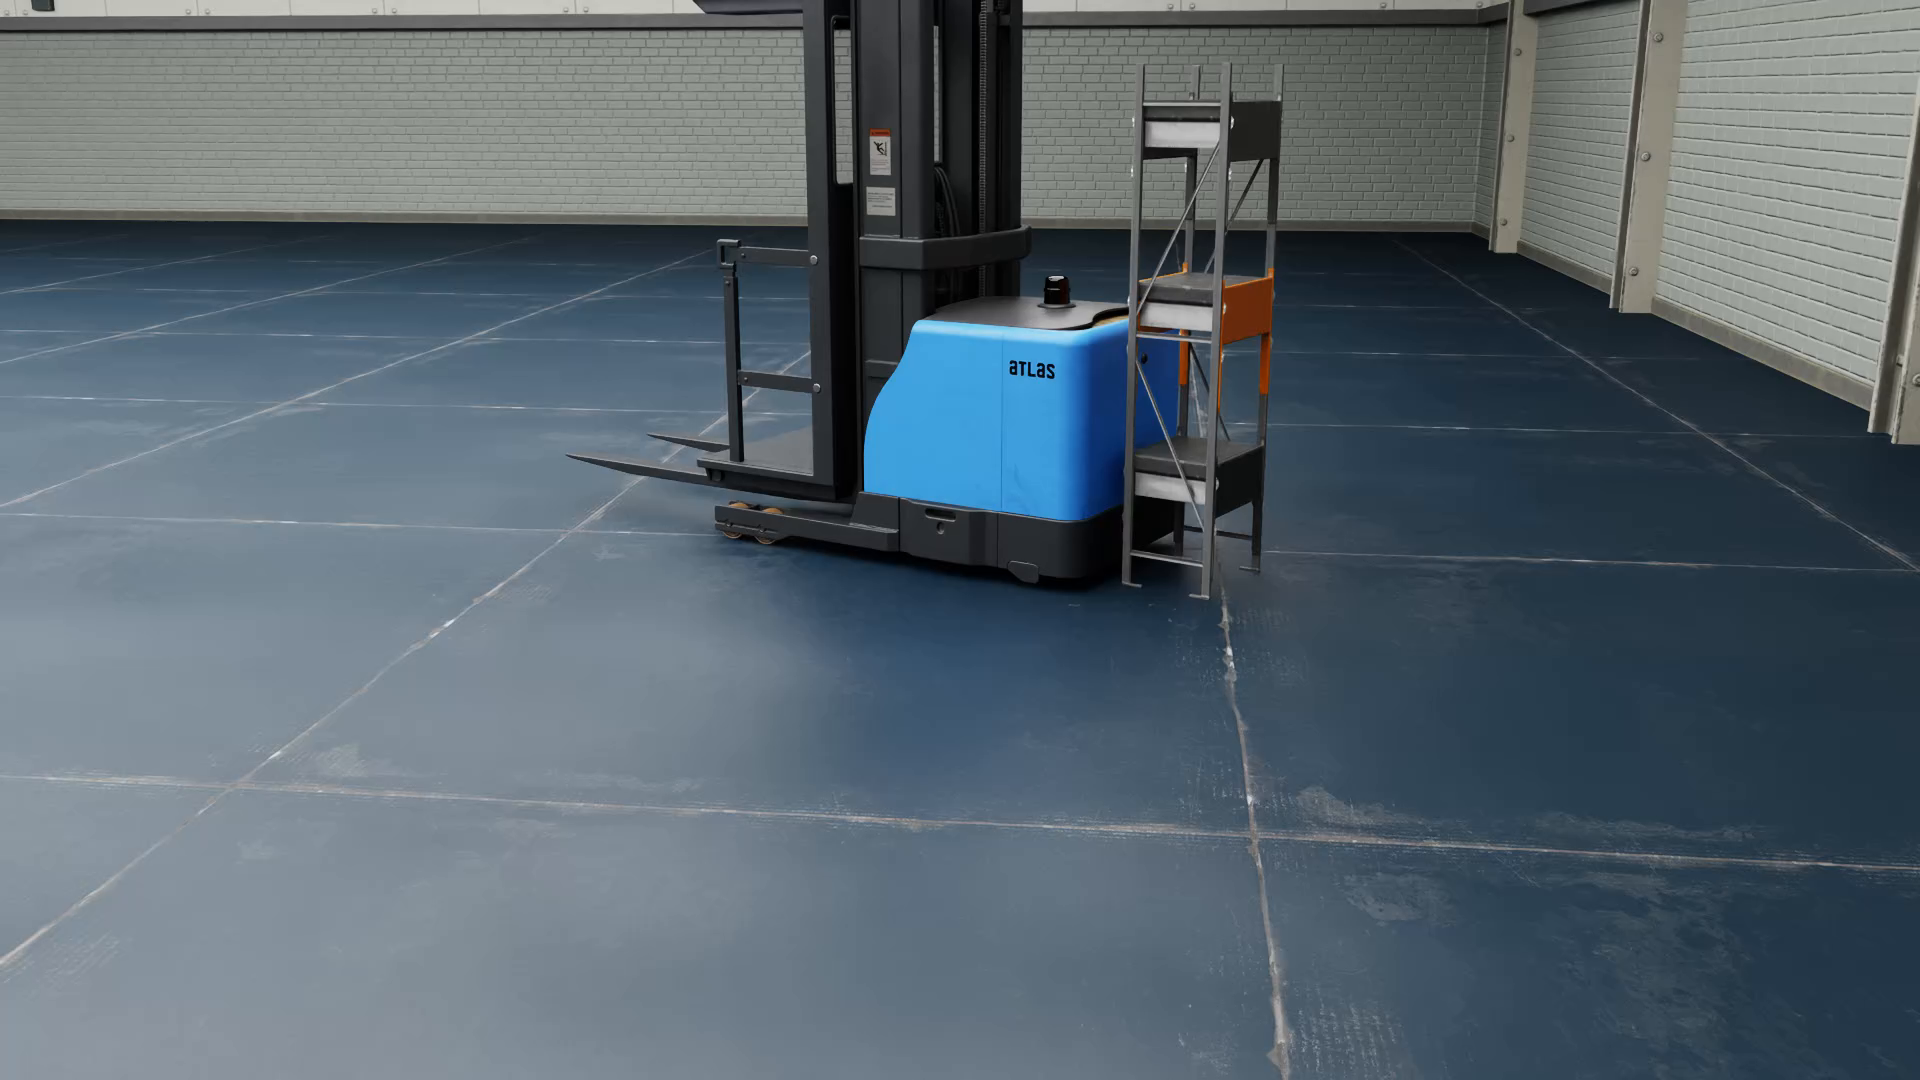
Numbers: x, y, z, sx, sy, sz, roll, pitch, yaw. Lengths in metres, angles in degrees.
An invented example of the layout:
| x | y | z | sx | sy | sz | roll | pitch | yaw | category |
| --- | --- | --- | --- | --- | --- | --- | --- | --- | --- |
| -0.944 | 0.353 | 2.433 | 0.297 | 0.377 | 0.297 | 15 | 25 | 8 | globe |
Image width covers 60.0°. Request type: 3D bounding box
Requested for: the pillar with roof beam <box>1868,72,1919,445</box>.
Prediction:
| x | y | z | sx | sy | sz | roll | pitch | yaw | category |
| --- | --- | --- | --- | --- | --- | --- | --- | --- | --- |
| 1.375 | -5.080 | 9.210 | 9.100 | 9.000 | 0.400 | 2 | 15 | 6 | pillar with roof beam |

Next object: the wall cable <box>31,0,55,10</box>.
| x | y | z | sx | sy | sz | roll | pitch | yaw | category |
| --- | --- | --- | --- | --- | --- | --- | --- | --- | --- |
| -13.215 | -11.077 | 24.871 | 2.305 | 6.003 | 0.169 | 2 | 15 | 6 | wall cable |

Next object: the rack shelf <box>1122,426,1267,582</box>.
| x | y | z | sx | sy | sz | roll | pitch | yaw | category |
| --- | --- | --- | --- | --- | --- | --- | --- | --- | --- |
| 0.983 | -0.162 | 6.972 | 0.431 | 0.518 | 0.480 | 10 | 18 | 32 | rack shelf |

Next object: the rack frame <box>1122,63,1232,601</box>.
| x | y | z | sx | sy | sz | roll | pitch | yaw | category |
| --- | --- | --- | --- | --- | --- | --- | --- | --- | --- |
| 0.848 | -0.798 | 6.590 | 0.400 | 2.100 | 0.015 | 10 | 18 | 32 | rack frame |

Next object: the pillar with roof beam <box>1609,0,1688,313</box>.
| x | y | z | sx | sy | sz | roll | pitch | yaw | category |
| --- | --- | --- | --- | --- | --- | --- | --- | --- | --- |
| 2.052 | -6.636 | 14.965 | 9.100 | 9.000 | 0.400 | 2 | 15 | 6 | pillar with roof beam |

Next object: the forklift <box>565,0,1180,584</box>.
| x | y | z | sx | sy | sz | roll | pitch | yaw | category |
| --- | --- | --- | --- | --- | --- | --- | --- | --- | --- |
| -0.536 | -1.501 | 7.598 | 3.031 | 2.935 | 1.130 | 9 | 18 | 30 | forklift |

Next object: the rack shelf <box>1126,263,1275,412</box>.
| x | y | z | sx | sy | sz | roll | pitch | yaw | category |
| --- | --- | --- | --- | --- | --- | --- | --- | --- | --- |
| 0.983 | -0.838 | 6.790 | 0.431 | 0.518 | 0.480 | 10 | 18 | 32 | rack shelf |

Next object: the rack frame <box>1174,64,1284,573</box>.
| x | y | z | sx | sy | sz | roll | pitch | yaw | category |
| --- | --- | --- | --- | --- | --- | --- | --- | --- | --- |
| 1.119 | -0.904 | 6.982 | 0.400 | 2.100 | 0.015 | 10 | 18 | 32 | rack frame |

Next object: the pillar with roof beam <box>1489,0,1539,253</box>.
| x | y | z | sx | sy | sz | roll | pitch | yaw | category |
| --- | --- | --- | --- | --- | --- | --- | --- | --- | --- |
| 2.729 | -8.192 | 20.720 | 9.100 | 9.000 | 0.400 | 2 | 15 | 6 | pillar with roof beam |

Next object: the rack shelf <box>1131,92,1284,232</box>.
| x | y | z | sx | sy | sz | roll | pitch | yaw | category |
| --- | --- | --- | --- | --- | --- | --- | --- | --- | --- |
| 0.983 | -1.513 | 6.607 | 0.431 | 0.518 | 0.480 | 10 | 18 | 32 | rack shelf |

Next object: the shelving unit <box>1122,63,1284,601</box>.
| x | y | z | sx | sy | sz | roll | pitch | yaw | category |
| --- | --- | --- | --- | --- | --- | --- | --- | --- | --- |
| 0.983 | -0.851 | 6.786 | 0.431 | 2.100 | 0.503 | 10 | 18 | 32 | shelving unit |
